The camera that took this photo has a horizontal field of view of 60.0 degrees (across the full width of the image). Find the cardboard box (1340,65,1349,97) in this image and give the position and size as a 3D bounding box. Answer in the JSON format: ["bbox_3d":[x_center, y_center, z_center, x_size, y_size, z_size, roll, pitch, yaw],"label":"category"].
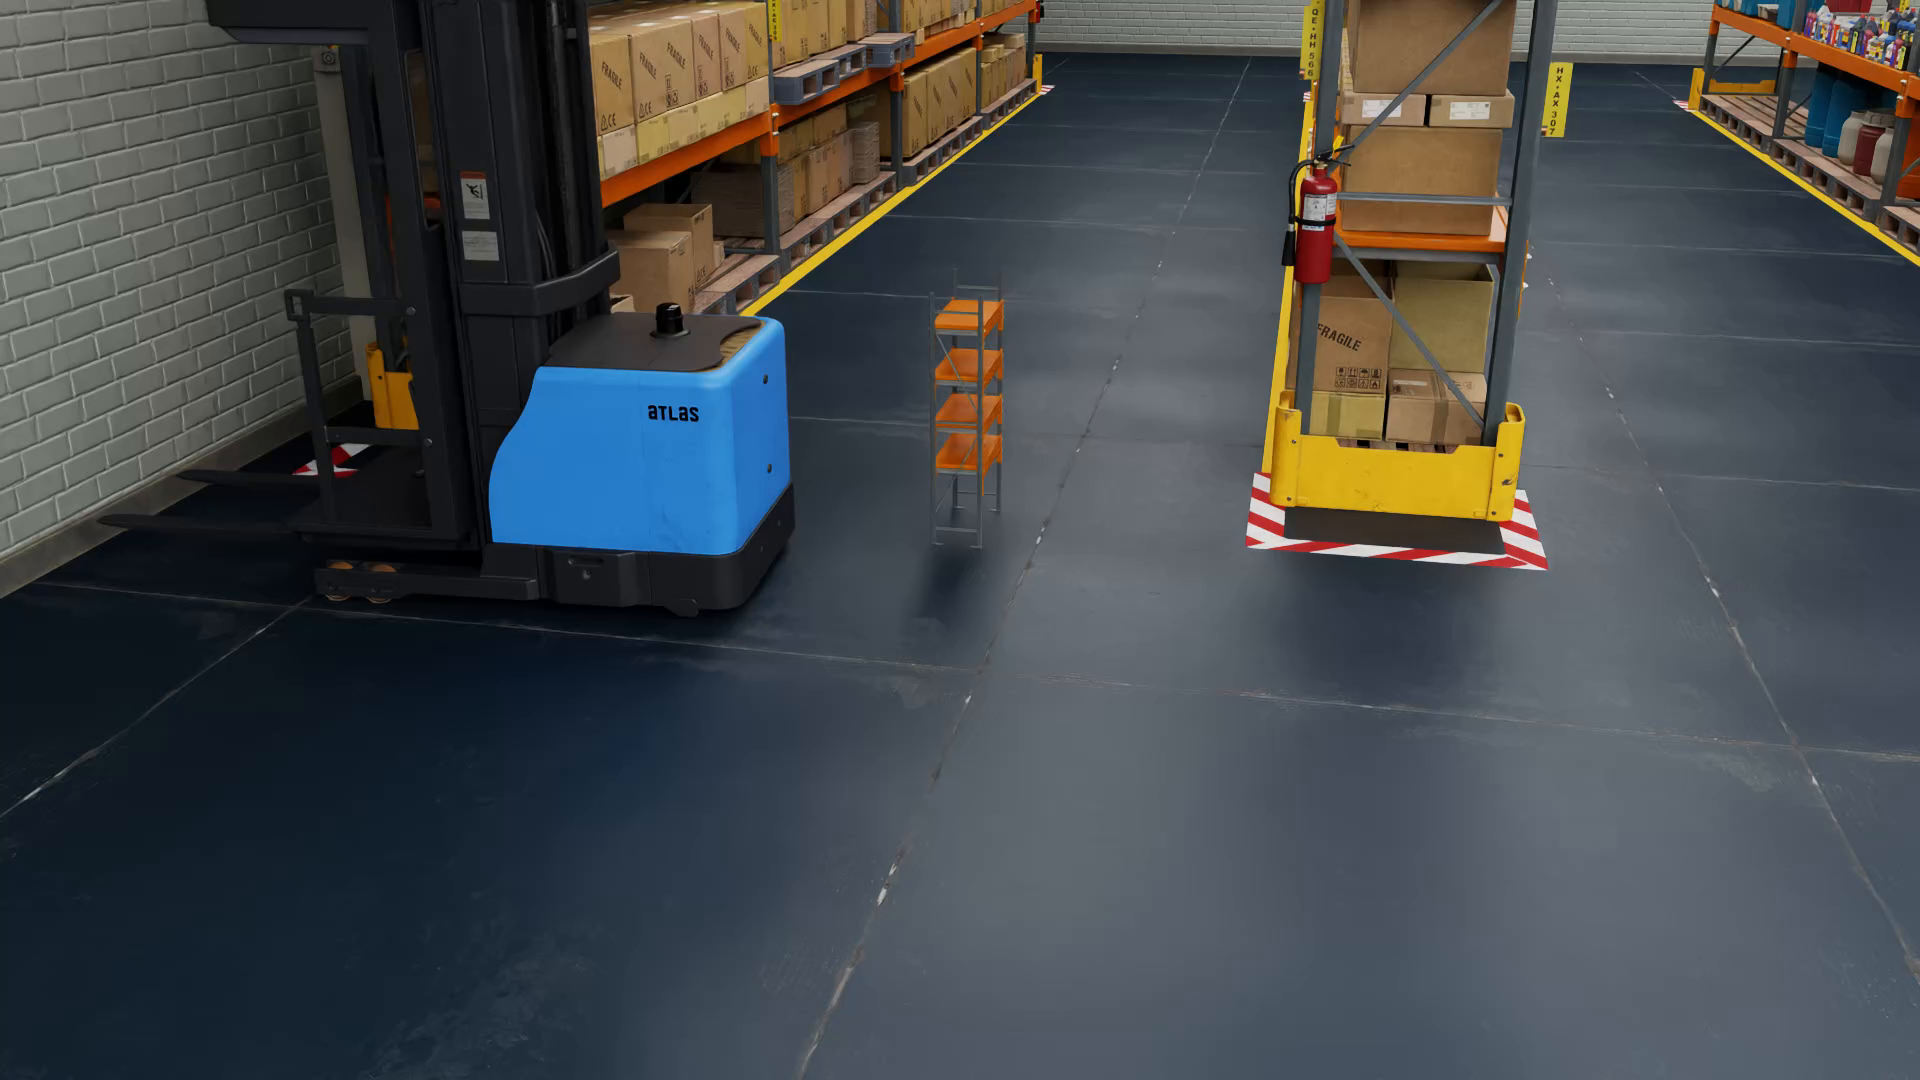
[{"bbox_3d":[2.254,-2.472,8.973,0.380,0.149,0.250,5,23,13],"label":"cardboard box"}]

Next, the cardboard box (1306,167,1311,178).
[{"bbox_3d":[2.974,-2.778,13.105,0.500,0.311,0.500,4,22,11],"label":"cardboard box"}]

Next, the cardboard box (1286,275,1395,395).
[{"bbox_3d":[1.970,-1.079,8.632,0.500,0.500,0.500,4,22,11],"label":"cardboard box"}]

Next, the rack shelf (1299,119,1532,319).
[{"bbox_3d":[2.560,-1.991,9.744,1.077,0.370,4.000,4,22,11],"label":"rack shelf"}]

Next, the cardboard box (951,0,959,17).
[{"bbox_3d":[-0.303,-5.993,18.160,0.500,0.500,0.500,4,22,11],"label":"cardboard box"}]

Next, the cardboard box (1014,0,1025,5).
[{"bbox_3d":[0.334,-7.506,22.073,0.980,0.700,0.700,4,22,10],"label":"cardboard box"}]

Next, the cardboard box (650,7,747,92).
[{"bbox_3d":[-1.773,-3.340,11.302,0.500,0.500,0.500,4,22,11],"label":"cardboard box"}]

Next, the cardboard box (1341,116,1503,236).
[{"bbox_3d":[2.259,-1.809,8.196,0.700,0.500,0.500,4,22,11],"label":"cardboard box"}]

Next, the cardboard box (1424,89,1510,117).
[{"bbox_3d":[2.494,-2.164,8.209,0.380,0.149,0.250,4,22,10],"label":"cardboard box"}]

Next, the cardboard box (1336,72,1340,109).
[{"bbox_3d":[2.967,-3.329,12.284,0.396,0.266,0.258,4,22,10],"label":"cardboard box"}]

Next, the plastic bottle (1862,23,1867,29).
[{"bbox_3d":[8.655,-4.796,15.902,0.061,0.283,0.133,4,22,11],"label":"plastic bottle"}]

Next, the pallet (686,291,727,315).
[{"bbox_3d":[-2.232,-1.443,11.153,1.003,0.211,1.213,4,22,11],"label":"pallet"}]

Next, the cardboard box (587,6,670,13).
[{"bbox_3d":[-2.292,-3.375,11.388,0.500,0.500,0.500,4,22,11],"label":"cardboard box"}]

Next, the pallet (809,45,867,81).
[{"bbox_3d":[-1.430,-4.079,14.223,1.003,0.211,1.213,4,22,11],"label":"pallet"}]

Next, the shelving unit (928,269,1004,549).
[{"bbox_3d":[0.034,-0.617,7.780,0.258,1.200,0.503,4,22,11],"label":"shelving unit"}]

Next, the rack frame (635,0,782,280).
[{"bbox_3d":[-1.883,-3.432,12.360,1.000,3.000,0.127,4,22,11],"label":"rack frame"}]

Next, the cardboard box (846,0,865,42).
[{"bbox_3d":[-1.240,-4.766,14.950,0.700,0.500,0.500,2,22,6],"label":"cardboard box"}]

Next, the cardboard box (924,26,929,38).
[{"bbox_3d":[-0.537,-5.363,17.464,0.380,0.149,0.250,5,22,12],"label":"cardboard box"}]

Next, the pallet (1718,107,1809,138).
[{"bbox_3d":[9.807,-5.028,20.057,1.003,0.211,1.213,4,22,11],"label":"pallet"}]

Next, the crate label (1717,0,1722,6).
[{"bbox_3d":[9.892,-6.950,21.240,0.416,0.233,0.303,4,22,11],"label":"crate label"}]

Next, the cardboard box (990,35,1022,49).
[{"bbox_3d":[0.622,-6.739,22.486,0.380,0.149,0.250,5,22,12],"label":"cardboard box"}]

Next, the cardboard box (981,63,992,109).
[{"bbox_3d":[0.003,-5.659,20.673,0.700,0.500,0.500,5,22,12],"label":"cardboard box"}]

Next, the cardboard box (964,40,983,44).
[{"bbox_3d":[0.094,-6.490,21.869,0.380,0.149,0.250,5,22,11],"label":"cardboard box"}]

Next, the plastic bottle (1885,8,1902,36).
[{"bbox_3d":[9.402,-5.162,16.721,0.144,0.351,0.185,4,22,11],"label":"plastic bottle"}]

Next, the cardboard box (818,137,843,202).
[{"bbox_3d":[-1.455,-3.309,14.811,0.700,0.500,0.500,4,22,11],"label":"cardboard box"}]

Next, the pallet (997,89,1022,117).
[{"bbox_3d":[0.228,-5.784,21.932,1.003,0.211,1.213,4,22,11],"label":"pallet"}]

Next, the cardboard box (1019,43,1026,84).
[{"bbox_3d":[0.521,-6.592,22.991,0.700,0.500,0.500,4,22,11],"label":"cardboard box"}]

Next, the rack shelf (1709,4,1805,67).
[{"bbox_3d":[9.857,-6.000,19.700,1.077,0.370,4.000,4,22,11],"label":"rack shelf"}]

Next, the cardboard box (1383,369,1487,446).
[{"bbox_3d":[2.479,-0.691,8.673,0.500,0.250,0.500,4,22,11],"label":"cardboard box"}]

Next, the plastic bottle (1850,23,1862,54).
[{"bbox_3d":[8.595,-4.800,15.914,0.061,0.283,0.133,4,22,11],"label":"plastic bottle"}]

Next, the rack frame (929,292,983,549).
[{"bbox_3d":[-0.016,-0.528,7.558,0.240,1.200,0.015,4,22,11],"label":"rack frame"}]

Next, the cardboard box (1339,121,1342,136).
[{"bbox_3d":[2.782,-2.746,10.523,0.700,0.500,0.500,4,22,10],"label":"cardboard box"}]

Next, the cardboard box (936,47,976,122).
[{"bbox_3d":[-0.256,-5.308,19.333,0.750,0.750,0.750,5,22,12],"label":"cardboard box"}]

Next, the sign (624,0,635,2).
[{"bbox_3d":[-2.427,-4.010,12.245,0.100,0.325,0.005,4,22,11],"label":"sign"}]

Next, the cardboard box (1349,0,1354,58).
[{"bbox_3d":[2.576,-2.990,9.393,0.700,0.500,0.500,4,22,11],"label":"cardboard box"}]

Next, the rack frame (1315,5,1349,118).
[{"bbox_3d":[3.784,-4.519,15.058,1.000,3.000,0.127,4,22,11],"label":"rack frame"}]

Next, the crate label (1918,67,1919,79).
[{"bbox_3d":[8.179,-3.937,13.837,0.303,0.233,0.416,4,22,11],"label":"crate label"}]

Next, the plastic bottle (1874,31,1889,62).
[{"bbox_3d":[8.465,-4.528,15.254,0.097,0.271,0.097,0,22,0],"label":"plastic bottle"}]

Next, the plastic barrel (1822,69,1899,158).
[{"bbox_3d":[9.176,-4.367,16.929,0.600,0.901,0.708,4,22,11],"label":"plastic barrel"}]

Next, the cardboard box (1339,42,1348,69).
[{"bbox_3d":[2.516,-2.946,10.151,0.380,0.149,0.250,4,22,9],"label":"cardboard box"}]

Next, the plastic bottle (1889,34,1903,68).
[{"bbox_3d":[8.344,-4.350,14.797,0.061,0.283,0.133,4,22,11],"label":"plastic bottle"}]

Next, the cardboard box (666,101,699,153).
[{"bbox_3d":[-1.981,-2.625,10.529,0.500,0.250,0.500,5,22,11],"label":"cardboard box"}]

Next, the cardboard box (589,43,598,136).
[{"bbox_3d":[-2.307,-2.408,8.988,0.500,0.500,0.500,4,22,11],"label":"cardboard box"}]

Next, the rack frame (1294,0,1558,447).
[{"bbox_3d":[2.151,-1.593,7.793,1.000,3.000,0.127,4,22,11],"label":"rack frame"}]

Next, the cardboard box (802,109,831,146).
[{"bbox_3d":[-1.440,-3.628,14.600,0.500,0.250,0.500,4,22,11],"label":"cardboard box"}]

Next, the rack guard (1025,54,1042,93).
[{"bbox_3d":[0.571,-6.670,23.746,1.175,0.500,0.348,4,22,11],"label":"rack guard"}]

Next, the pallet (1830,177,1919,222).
[{"bbox_3d":[8.752,-3.138,15.362,1.003,0.211,1.213,4,22,11],"label":"pallet"}]

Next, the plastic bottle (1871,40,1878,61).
[{"bbox_3d":[8.485,-4.531,15.355,0.097,0.201,0.097,0,22,0],"label":"plastic bottle"}]

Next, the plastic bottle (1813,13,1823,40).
[{"bbox_3d":[8.903,-5.313,17.203,0.097,0.271,0.097,0,22,0],"label":"plastic bottle"}]

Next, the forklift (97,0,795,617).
[{"bbox_3d":[-2.336,-1.275,7.096,3.031,2.935,1.130,3,22,8],"label":"forklift"}]

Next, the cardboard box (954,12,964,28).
[{"bbox_3d":[-0.164,-5.819,18.596,0.380,0.149,0.250,4,22,11],"label":"cardboard box"}]

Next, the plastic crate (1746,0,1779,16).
[{"bbox_3d":[9.562,-6.359,19.772,0.416,0.233,0.300,4,22,11],"label":"plastic crate"}]

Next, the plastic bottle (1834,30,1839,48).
[{"bbox_3d":[8.742,-4.991,16.497,0.097,0.201,0.097,0,22,0],"label":"plastic bottle"}]
